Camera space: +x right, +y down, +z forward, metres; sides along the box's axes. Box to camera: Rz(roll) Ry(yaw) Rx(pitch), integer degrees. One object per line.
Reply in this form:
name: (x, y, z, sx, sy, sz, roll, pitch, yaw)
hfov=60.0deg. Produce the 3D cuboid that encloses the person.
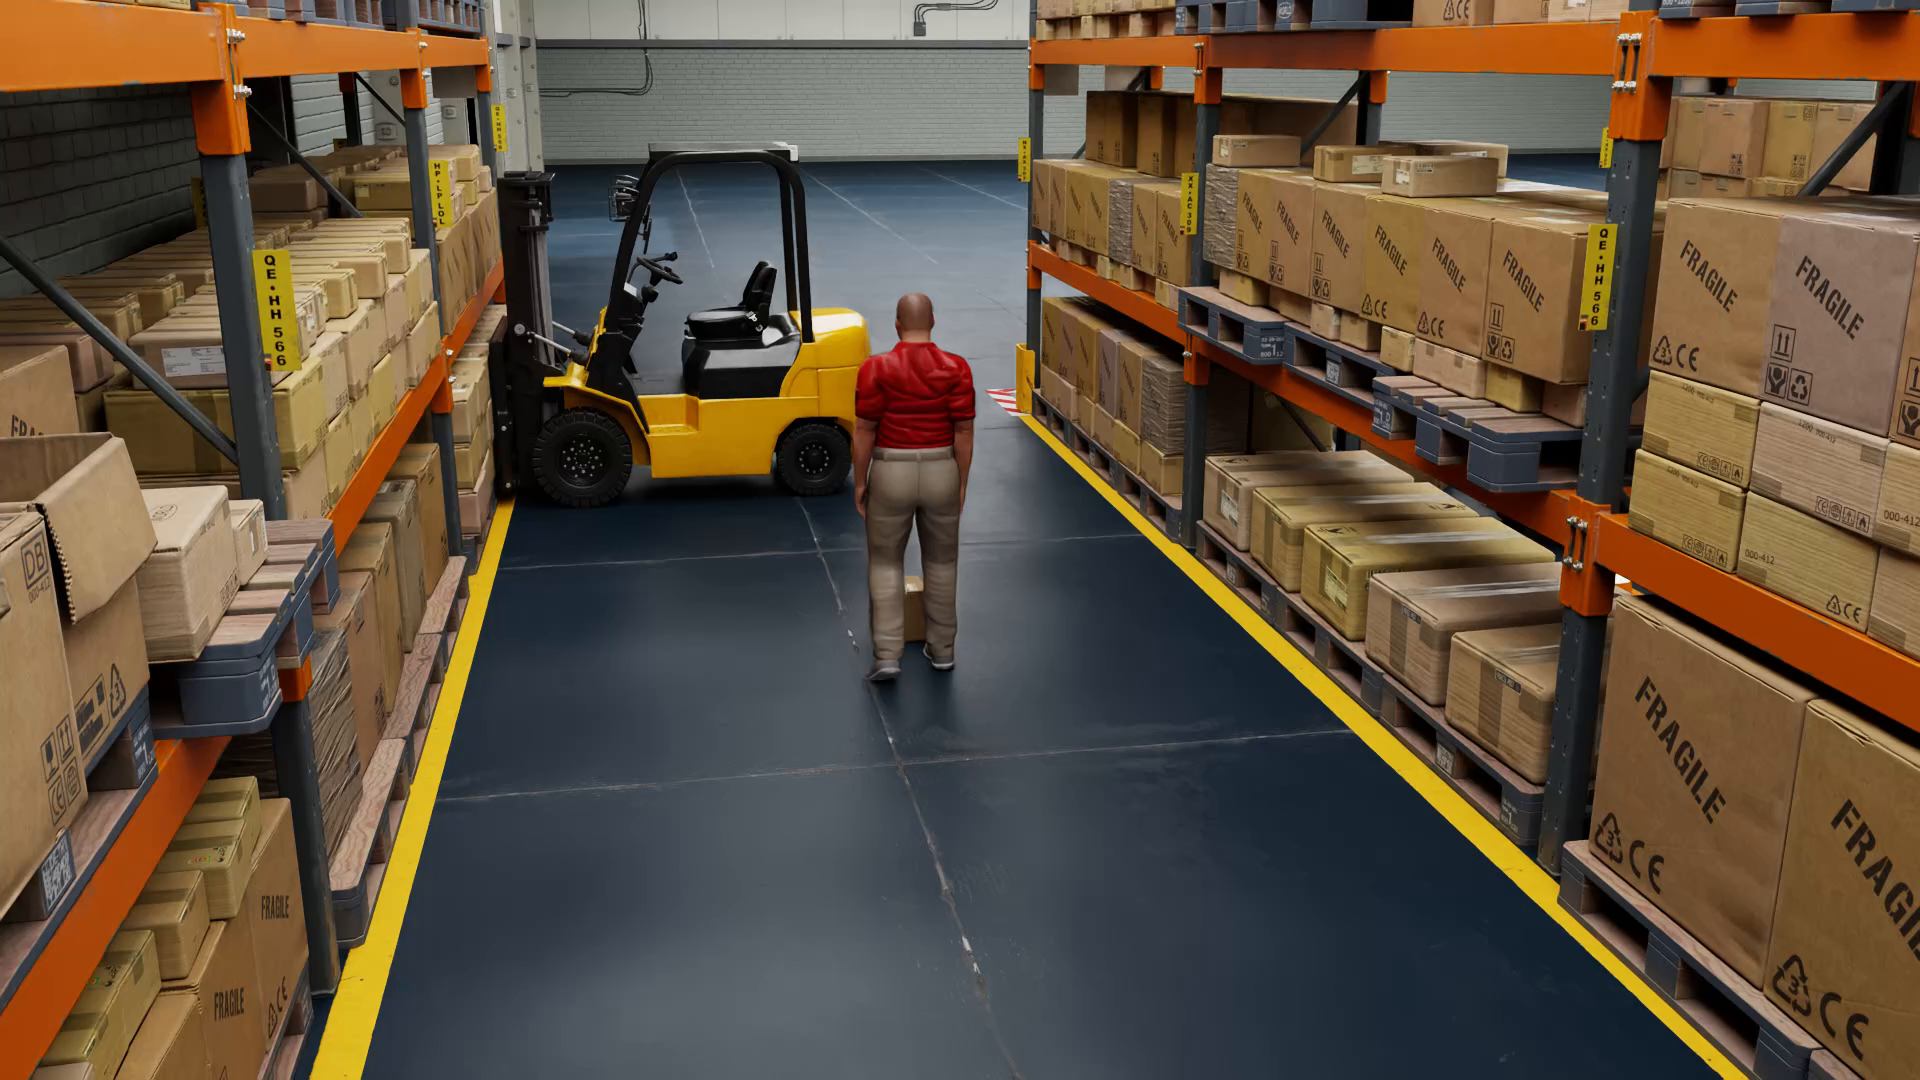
person: (-0.212, -0.204, 7.414, 0.536, 1.817, 0.467, -3, 16, -9)
